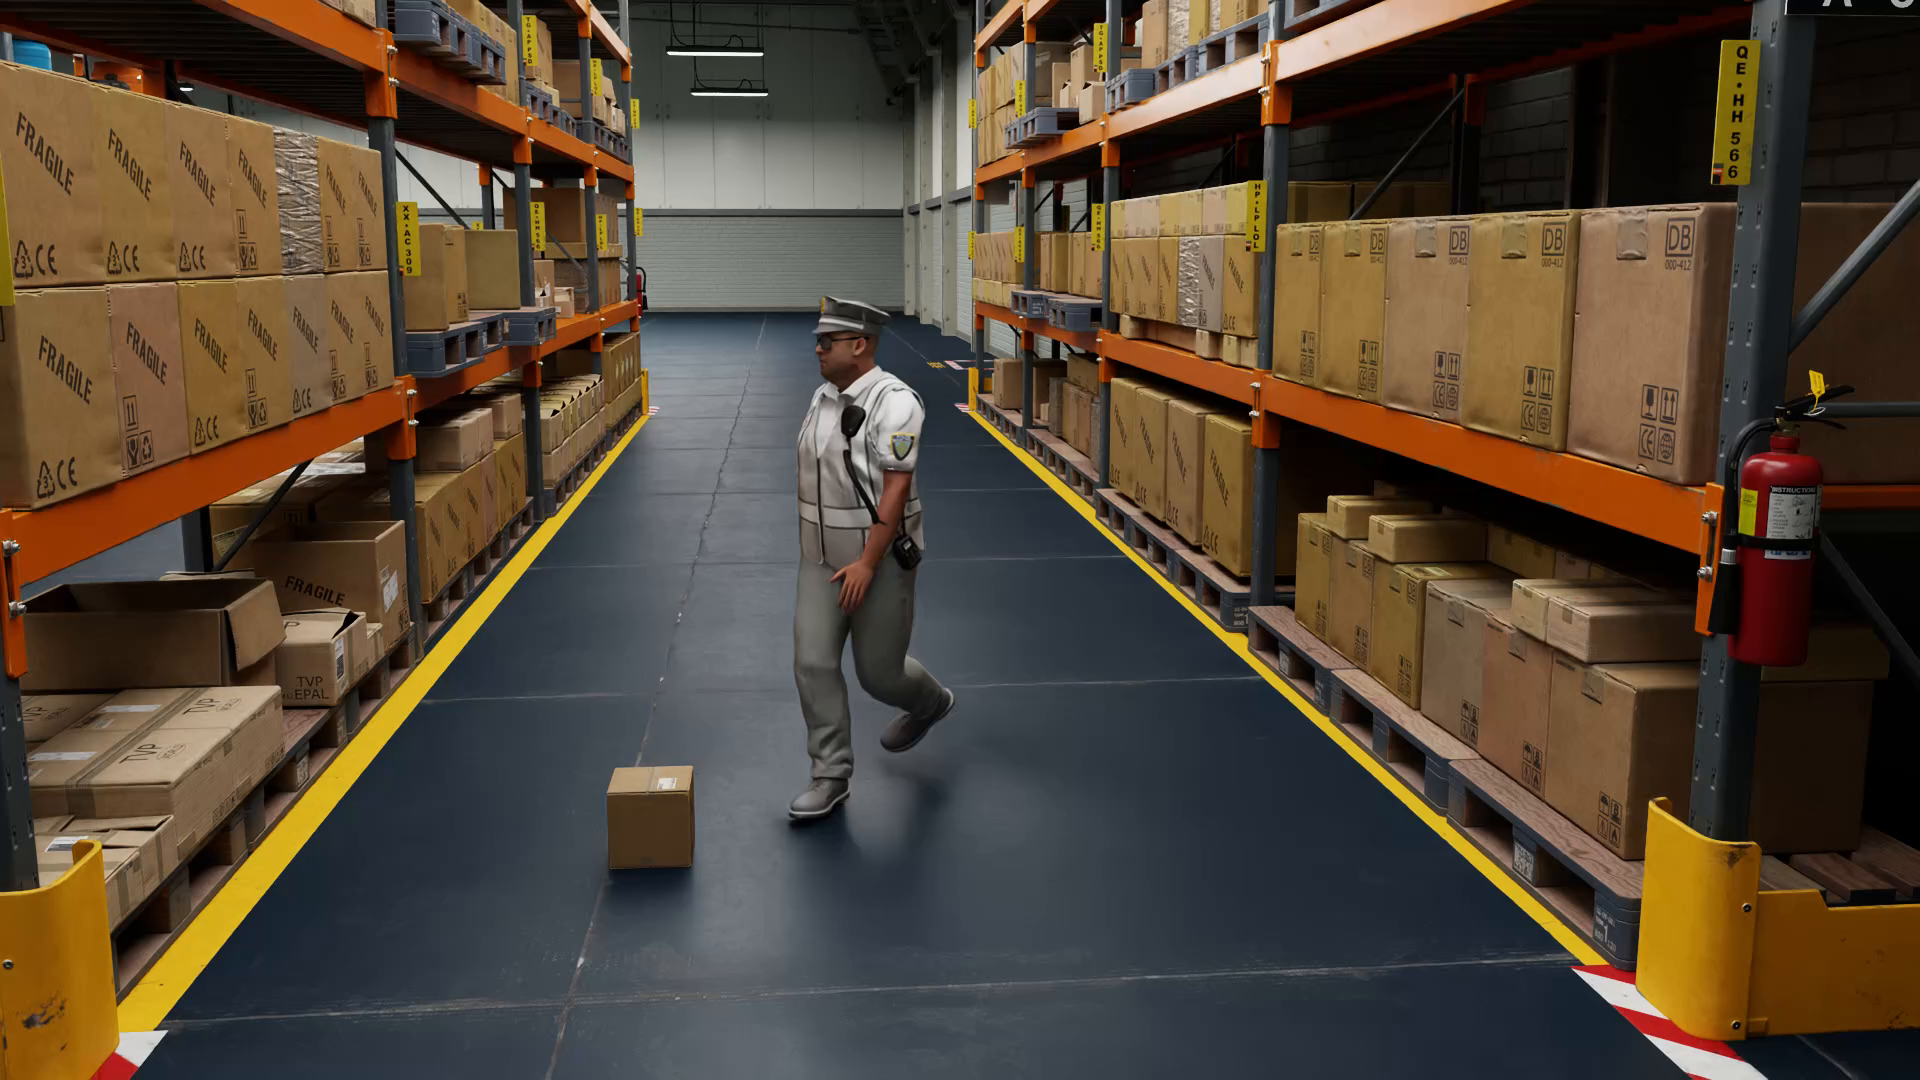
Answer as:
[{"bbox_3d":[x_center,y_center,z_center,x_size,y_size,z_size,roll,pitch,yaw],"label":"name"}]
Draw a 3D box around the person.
[{"bbox_3d":[-0.312,0.031,5.680,0.529,1.725,0.812,6,12,32],"label":"person"}]
